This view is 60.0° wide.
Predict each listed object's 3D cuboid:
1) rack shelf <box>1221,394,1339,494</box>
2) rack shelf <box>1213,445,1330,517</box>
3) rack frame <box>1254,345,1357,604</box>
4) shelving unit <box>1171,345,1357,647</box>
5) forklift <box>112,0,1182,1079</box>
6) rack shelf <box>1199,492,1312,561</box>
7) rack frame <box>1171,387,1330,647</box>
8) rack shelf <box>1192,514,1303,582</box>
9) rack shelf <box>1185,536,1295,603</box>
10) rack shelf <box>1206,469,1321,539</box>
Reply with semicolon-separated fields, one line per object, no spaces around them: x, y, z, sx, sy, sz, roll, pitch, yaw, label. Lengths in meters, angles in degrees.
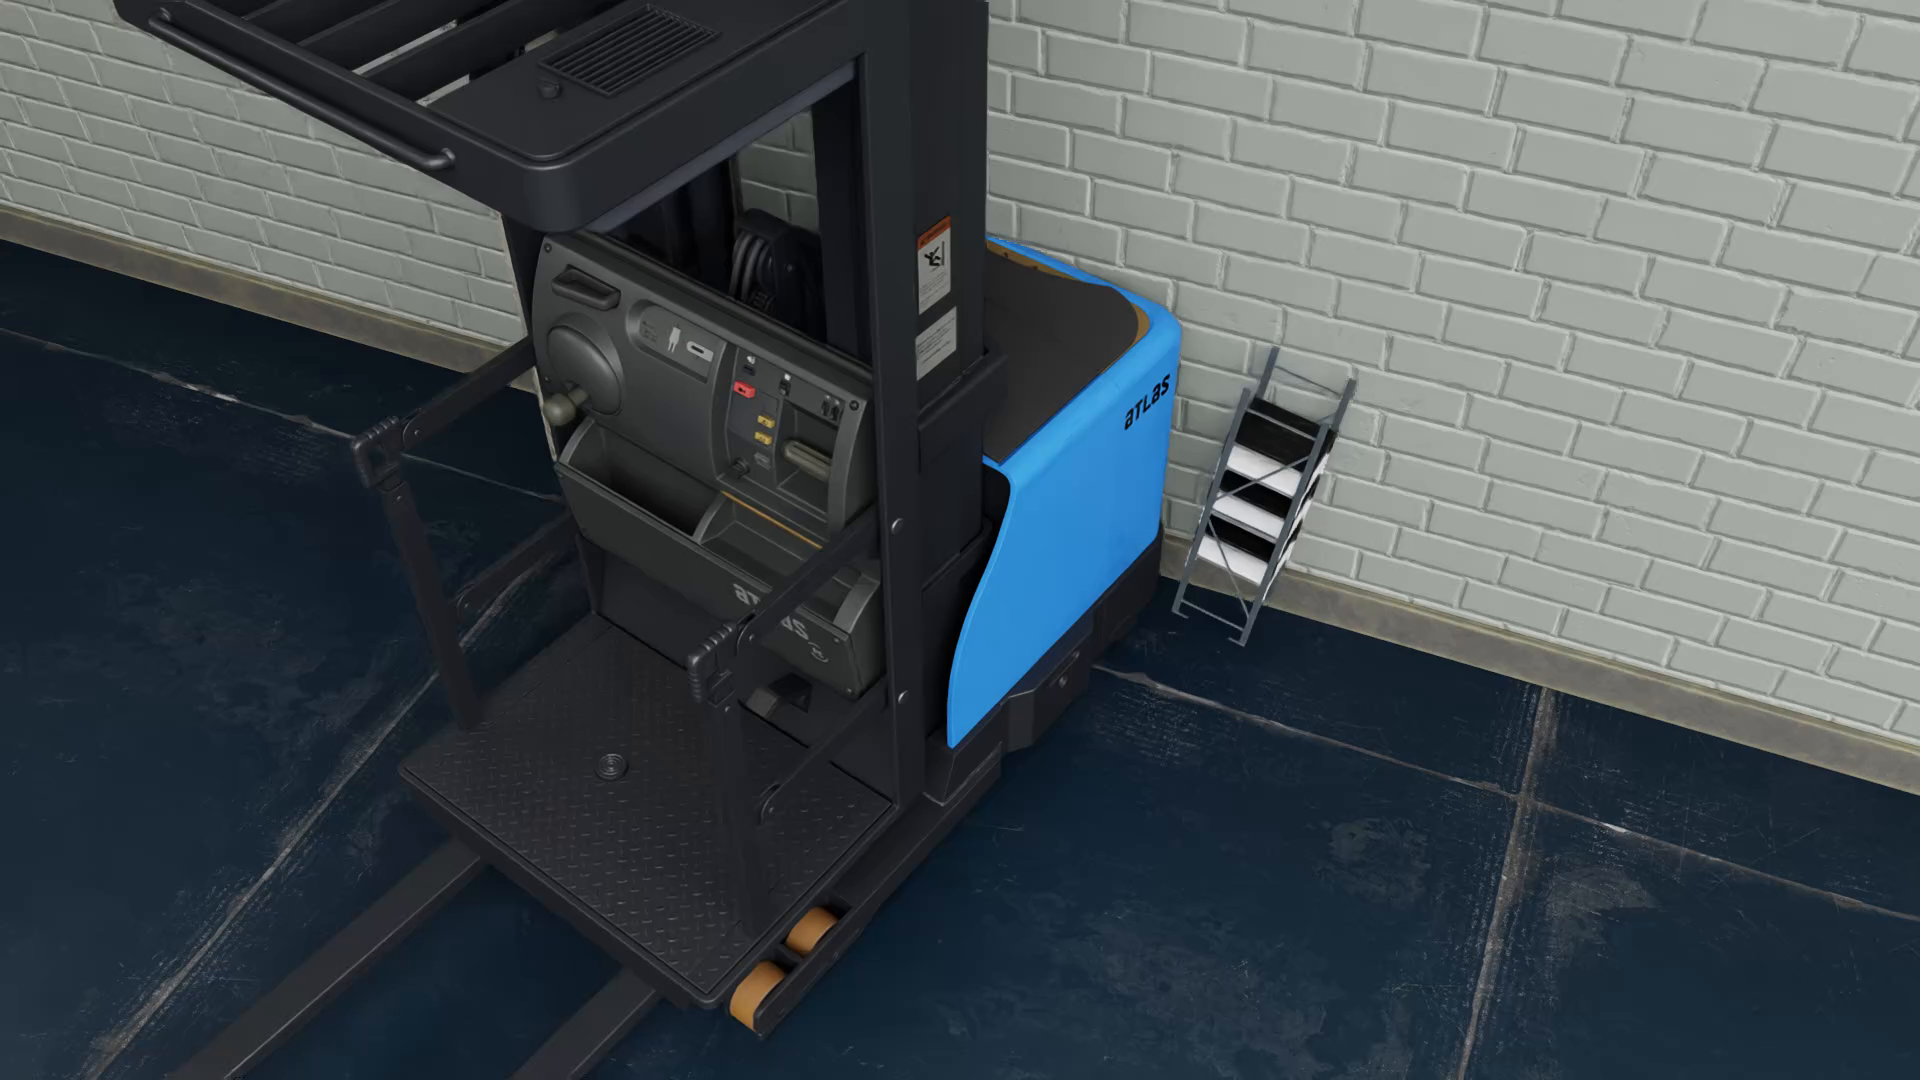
0.862;-0.261;4.485;0.258;0.077;0.200;26;49;15;rack shelf
0.852;-0.201;4.550;0.258;0.077;0.200;26;49;15;rack shelf
0.884;-0.164;4.722;0.240;0.900;0.006;26;49;15;rack frame
0.835;-0.102;4.658;0.258;0.900;0.210;26;49;15;shelving unit
-0.701;-0.247;3.420;1.130;2.935;3.031;28;51;26;forklift
0.831;-0.080;4.682;0.258;0.077;0.200;26;49;15;rack shelf
0.786;-0.041;4.593;0.240;0.900;0.006;26;49;15;rack frame
0.821;-0.019;4.748;0.258;0.077;0.200;26;49;15;rack shelf
0.810;0.041;4.814;0.258;0.077;0.200;26;49;15;rack shelf
0.842;-0.140;4.616;0.258;0.077;0.200;26;49;15;rack shelf
